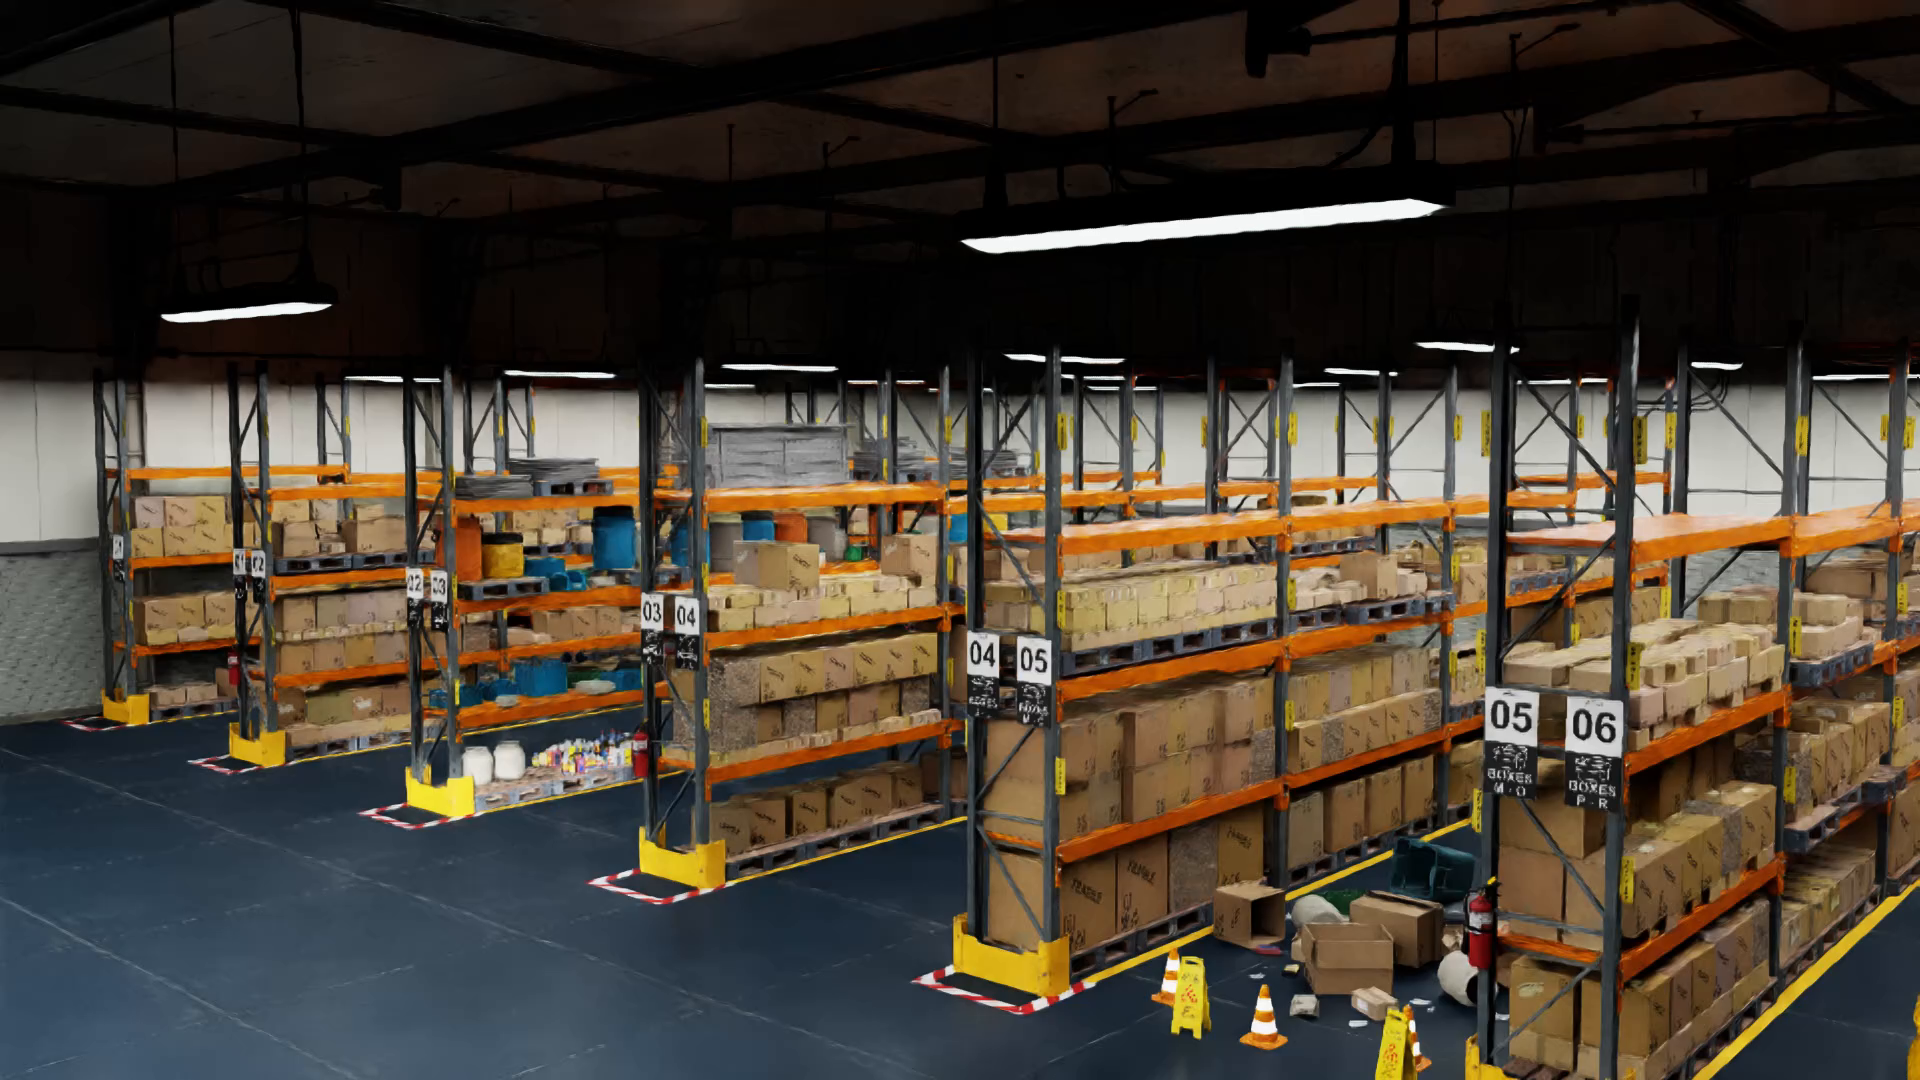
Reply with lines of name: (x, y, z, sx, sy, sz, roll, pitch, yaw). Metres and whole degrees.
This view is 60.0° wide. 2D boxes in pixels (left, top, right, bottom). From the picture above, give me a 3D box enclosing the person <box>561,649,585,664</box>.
person: (-7.303, 2.086, 31.331, 0.419, 1.514, 1.042, 4, 6, 44)
